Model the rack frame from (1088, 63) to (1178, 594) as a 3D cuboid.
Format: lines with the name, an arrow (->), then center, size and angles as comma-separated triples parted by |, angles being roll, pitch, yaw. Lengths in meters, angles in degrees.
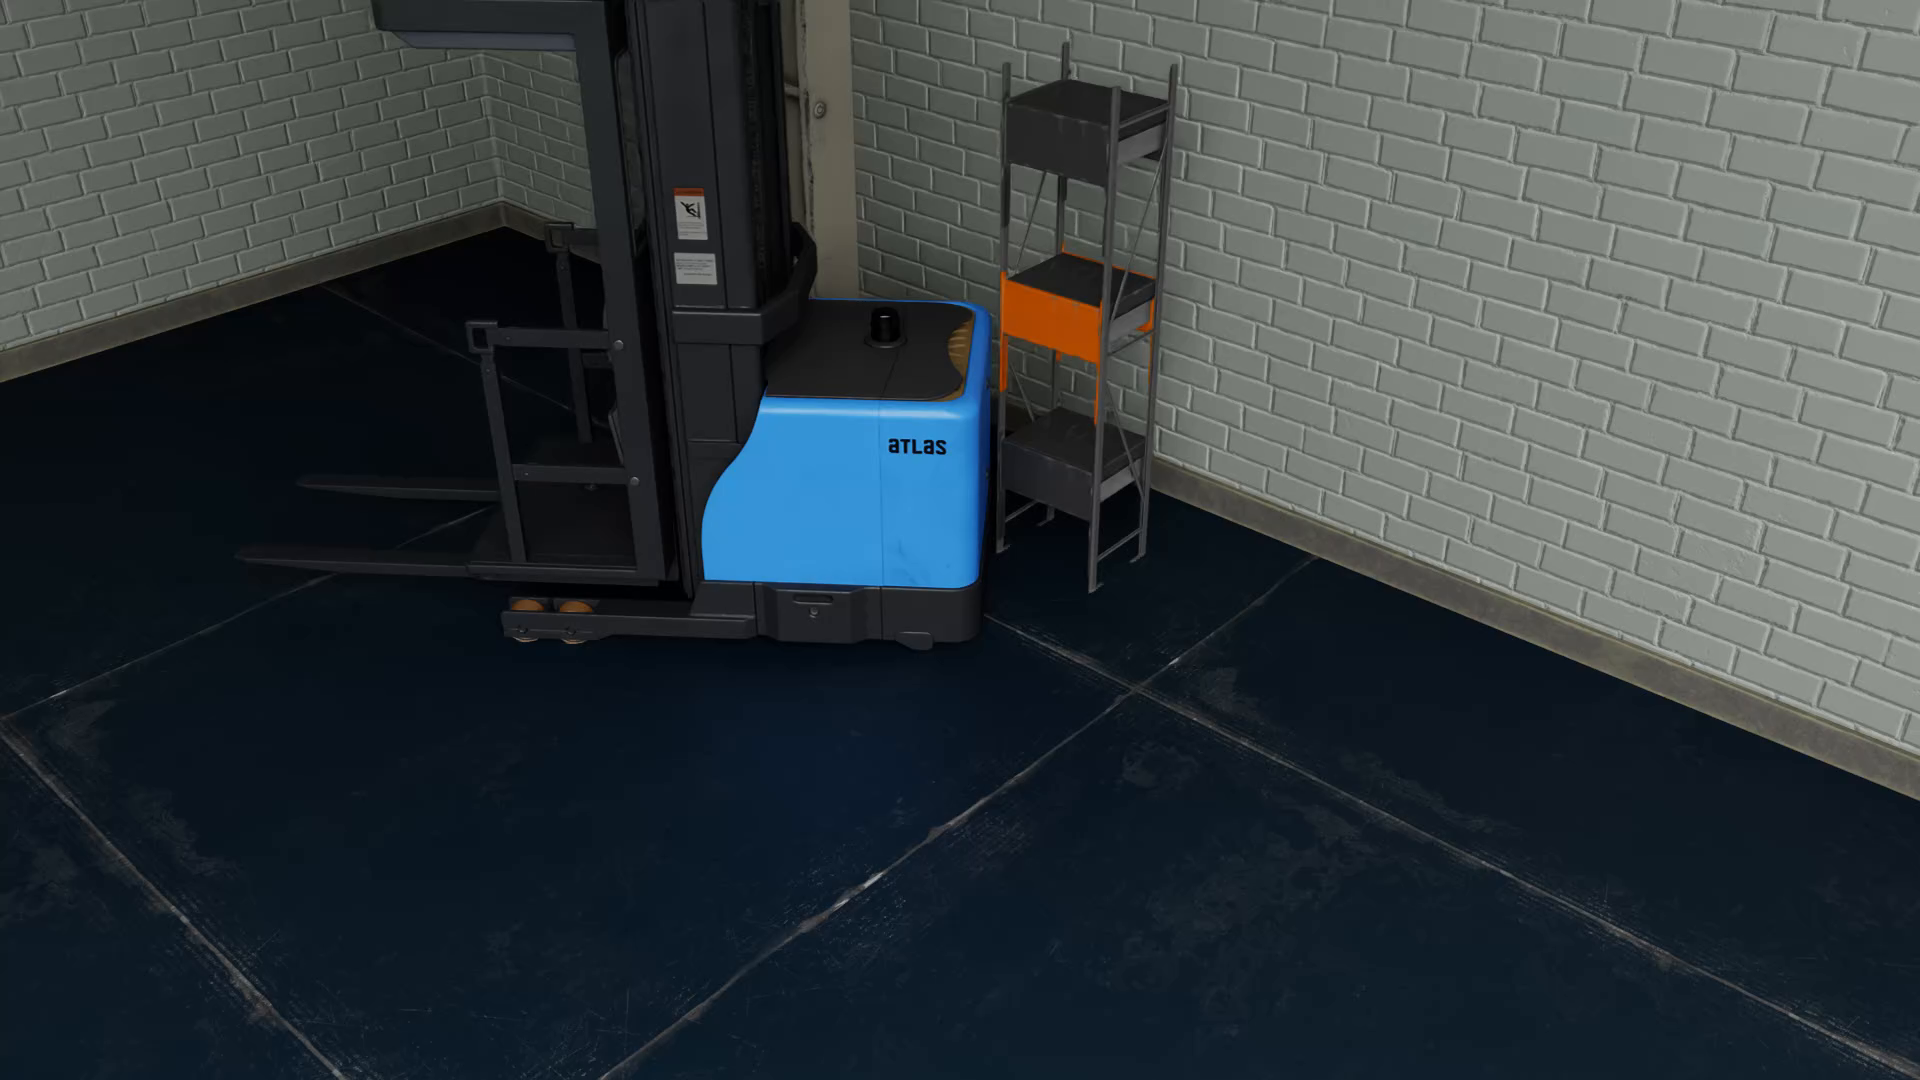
rack frame -> 0.663, -0.758, 6.474 | 0.015, 2.100, 0.400 | 23, 38, 33

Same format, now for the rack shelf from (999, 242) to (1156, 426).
rack shelf -> 0.475, -0.826, 6.613 | 0.480, 0.518, 0.431 | 23, 38, 33

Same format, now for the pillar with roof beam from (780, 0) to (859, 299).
pillar with roof beam -> -3.653, -3.132, 3.727 | 0.400, 9.000, 9.100 | 25, 39, 35

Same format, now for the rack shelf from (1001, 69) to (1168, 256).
rack shelf -> 0.475, -1.426, 6.252 | 0.480, 0.518, 0.431 | 23, 38, 33

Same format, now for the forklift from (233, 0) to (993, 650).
forklift -> -1.399, -1.115, 6.260 | 3.031, 2.935, 1.130 | 2, 31, 3

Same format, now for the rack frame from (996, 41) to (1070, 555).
rack frame -> 0.287, -0.918, 6.739 | 0.015, 2.100, 0.400 | 23, 38, 33

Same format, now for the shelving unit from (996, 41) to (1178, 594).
shelving unit -> 0.475, -0.838, 6.606 | 0.503, 2.100, 0.431 | 23, 38, 33

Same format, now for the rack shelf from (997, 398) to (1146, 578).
rack shelf -> 0.475, -0.227, 6.974 | 0.480, 0.518, 0.431 | 23, 38, 33
